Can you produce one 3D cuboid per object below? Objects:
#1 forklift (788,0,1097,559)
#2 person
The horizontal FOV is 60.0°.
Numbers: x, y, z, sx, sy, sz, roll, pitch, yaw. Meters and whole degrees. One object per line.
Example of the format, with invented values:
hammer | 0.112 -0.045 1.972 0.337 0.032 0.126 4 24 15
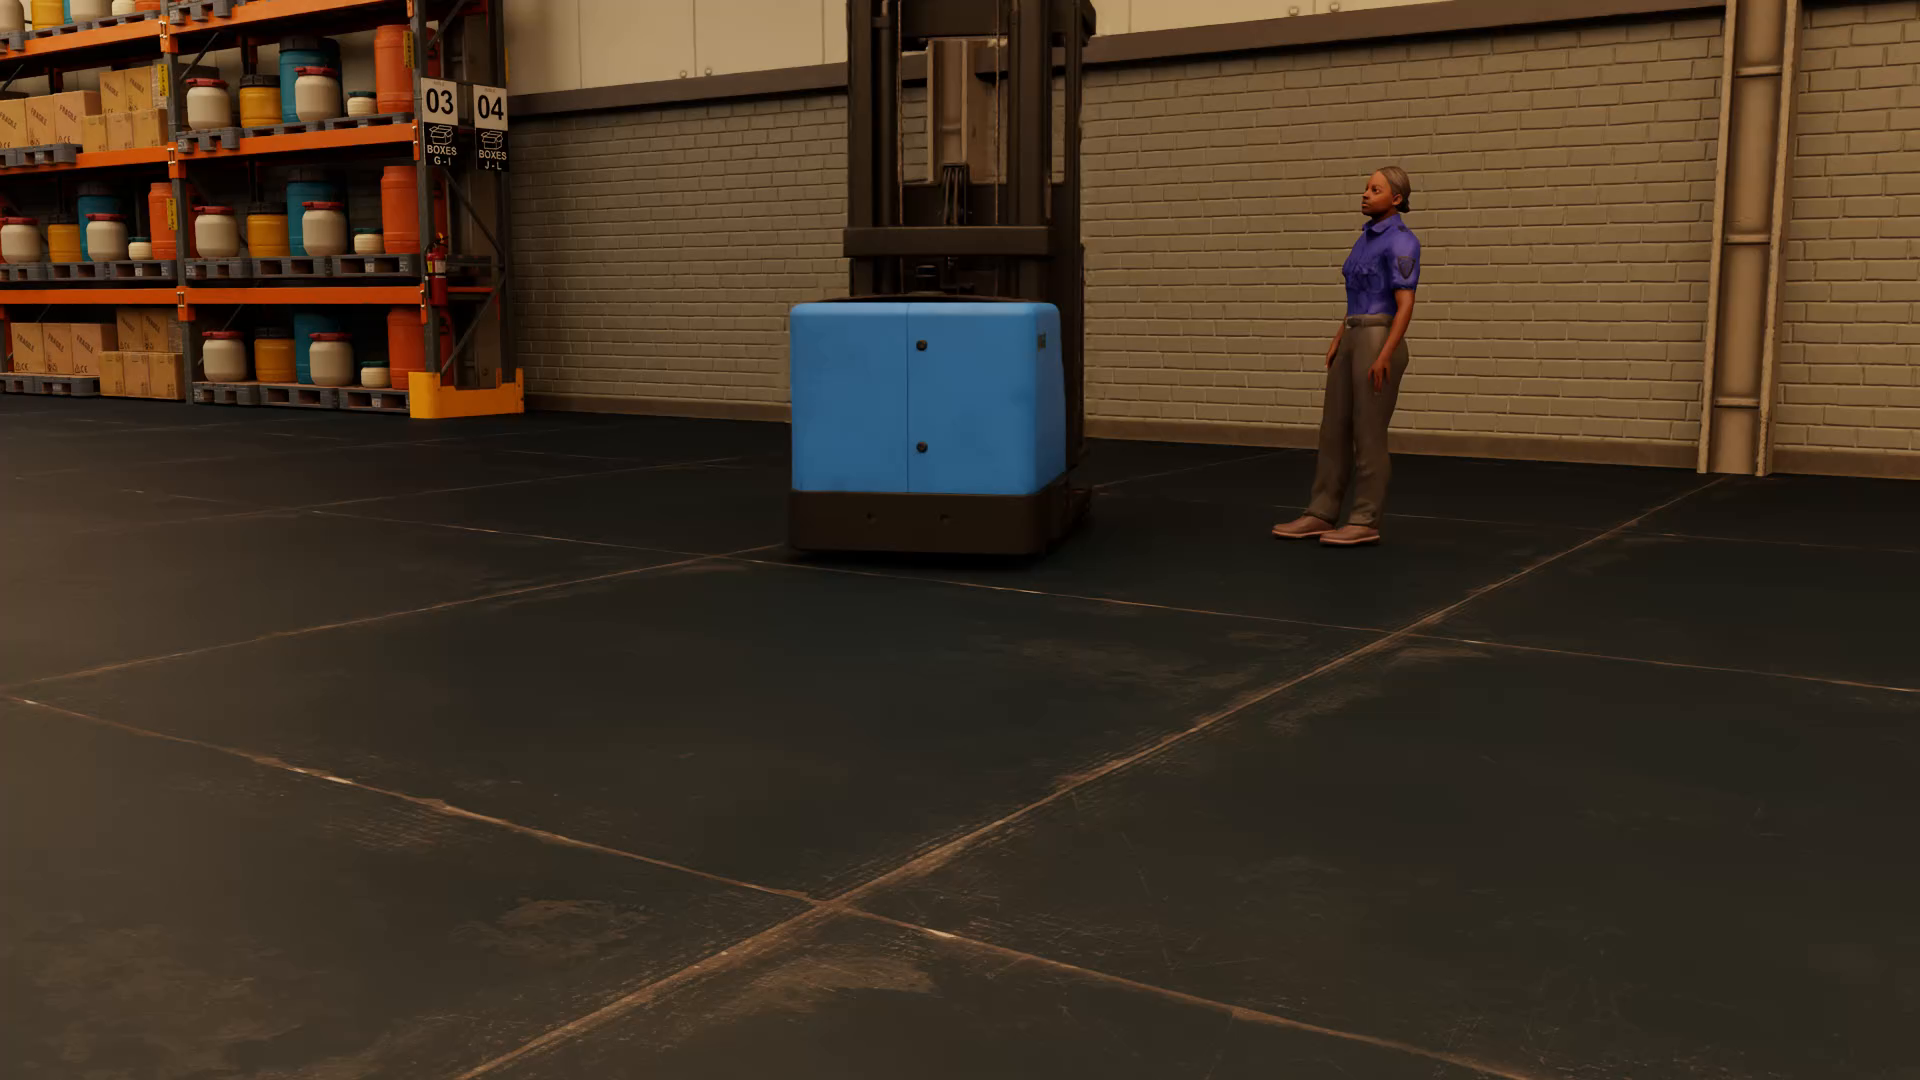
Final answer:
forklift | 0.062 -1.540 8.022 1.130 2.935 3.031 1 8 10
person | 1.727 -0.795 7.356 0.504 1.629 0.570 -2 8 -12
